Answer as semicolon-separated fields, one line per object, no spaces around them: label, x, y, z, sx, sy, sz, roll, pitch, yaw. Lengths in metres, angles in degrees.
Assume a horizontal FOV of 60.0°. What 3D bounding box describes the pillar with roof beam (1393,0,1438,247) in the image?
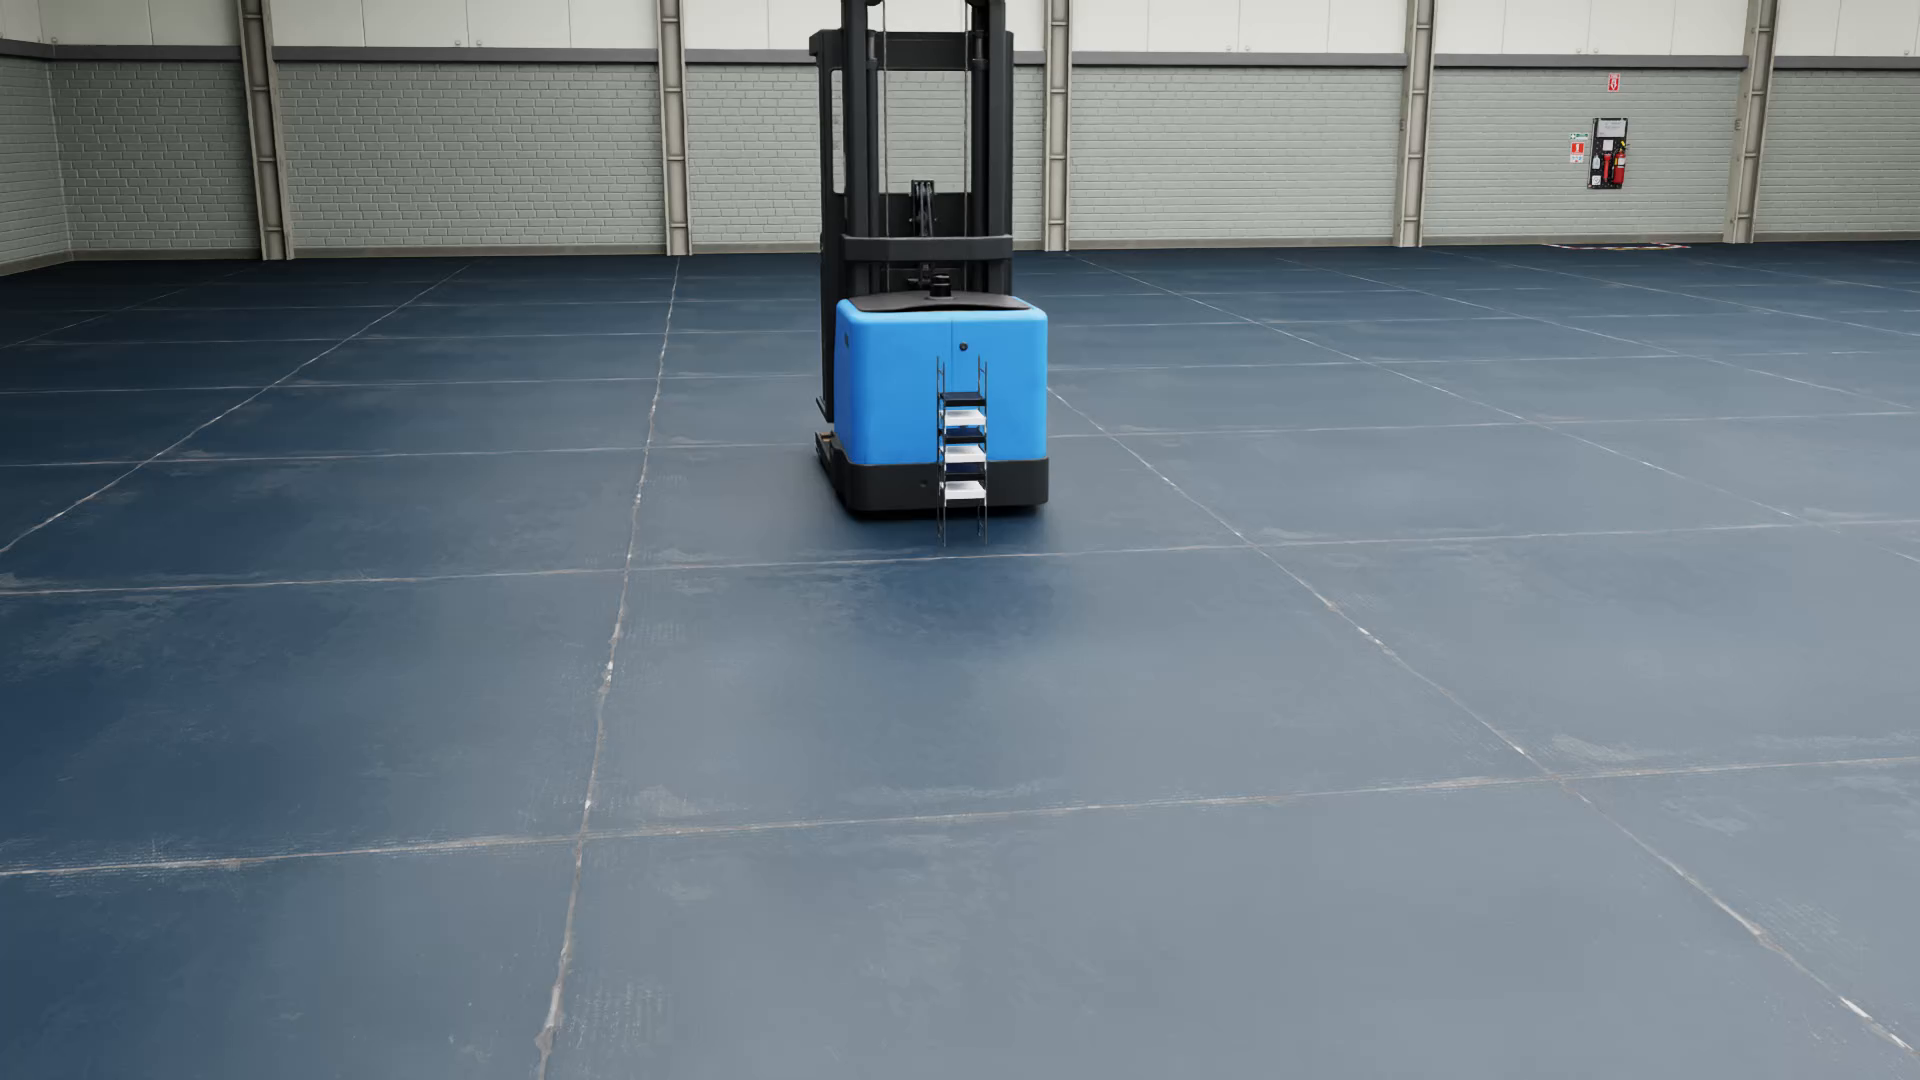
pillar with roof beam;8.113;-8.241;22.582;0.400;9.000;9.100;-2;14;-8

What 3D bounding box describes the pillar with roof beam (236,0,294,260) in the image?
pillar with roof beam;-9.686;-7.588;19.981;0.400;9.000;9.100;-2;14;-8

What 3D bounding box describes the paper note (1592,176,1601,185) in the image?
paper note;10.770;-6.086;28.135;0.142;0.148;0.016;-2;14;-8

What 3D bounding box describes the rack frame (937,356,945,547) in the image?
rack frame;-0.092;-0.433;8.099;0.006;0.900;0.240;-2;14;-8

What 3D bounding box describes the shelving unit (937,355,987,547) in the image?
shelving unit;0.008;-0.437;8.114;0.210;0.900;0.258;-2;14;-8

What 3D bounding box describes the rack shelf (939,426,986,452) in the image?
rack shelf;0.008;-0.492;8.100;0.200;0.077;0.258;-2;14;-8

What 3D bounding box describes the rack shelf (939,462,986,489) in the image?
rack shelf;0.008;-0.317;8.144;0.200;0.077;0.258;-2;14;-8

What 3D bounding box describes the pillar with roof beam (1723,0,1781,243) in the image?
pillar with roof beam;14.046;-8.458;23.449;0.400;9.000;9.100;-2;14;-8

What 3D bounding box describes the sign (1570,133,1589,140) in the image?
sign;10.399;-6.781;27.930;0.331;0.109;0.001;-2;14;-8

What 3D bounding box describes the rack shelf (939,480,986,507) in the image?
rack shelf;0.008;-0.230;8.165;0.200;0.077;0.258;-2;14;-8

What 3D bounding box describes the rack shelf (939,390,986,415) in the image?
rack shelf;0.008;-0.666;8.056;0.200;0.077;0.258;-2;14;-8

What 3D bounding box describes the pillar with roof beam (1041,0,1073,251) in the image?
pillar with roof beam;2.180;-8.023;21.715;0.400;9.000;9.100;-2;14;-8

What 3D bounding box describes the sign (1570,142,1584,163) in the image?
sign;10.394;-6.526;28.002;0.234;0.329;0.001;-2;14;-8

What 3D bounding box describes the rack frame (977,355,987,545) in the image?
rack frame;0.109;-0.440;8.128;0.006;0.900;0.240;-2;14;-8

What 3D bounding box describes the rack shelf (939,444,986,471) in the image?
rack shelf;0.008;-0.404;8.122;0.200;0.077;0.258;-2;14;-8

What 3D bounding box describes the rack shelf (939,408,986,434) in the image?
rack shelf;0.008;-0.579;8.078;0.200;0.077;0.258;-2;14;-8

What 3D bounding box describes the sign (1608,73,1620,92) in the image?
sign;10.933;-7.652;27.800;0.199;0.298;0.001;-2;14;-8

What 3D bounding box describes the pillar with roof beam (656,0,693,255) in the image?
pillar with roof beam;-3.753;-7.806;20.848;0.400;9.000;9.100;-2;14;-8

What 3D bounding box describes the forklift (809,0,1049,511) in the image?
forklift;-0.284;-1.880;9.693;1.130;2.935;3.031;-2;14;-9

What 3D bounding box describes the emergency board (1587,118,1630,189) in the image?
emergency board;10.956;-6.503;27.988;0.643;1.169;0.194;-2;14;-8
